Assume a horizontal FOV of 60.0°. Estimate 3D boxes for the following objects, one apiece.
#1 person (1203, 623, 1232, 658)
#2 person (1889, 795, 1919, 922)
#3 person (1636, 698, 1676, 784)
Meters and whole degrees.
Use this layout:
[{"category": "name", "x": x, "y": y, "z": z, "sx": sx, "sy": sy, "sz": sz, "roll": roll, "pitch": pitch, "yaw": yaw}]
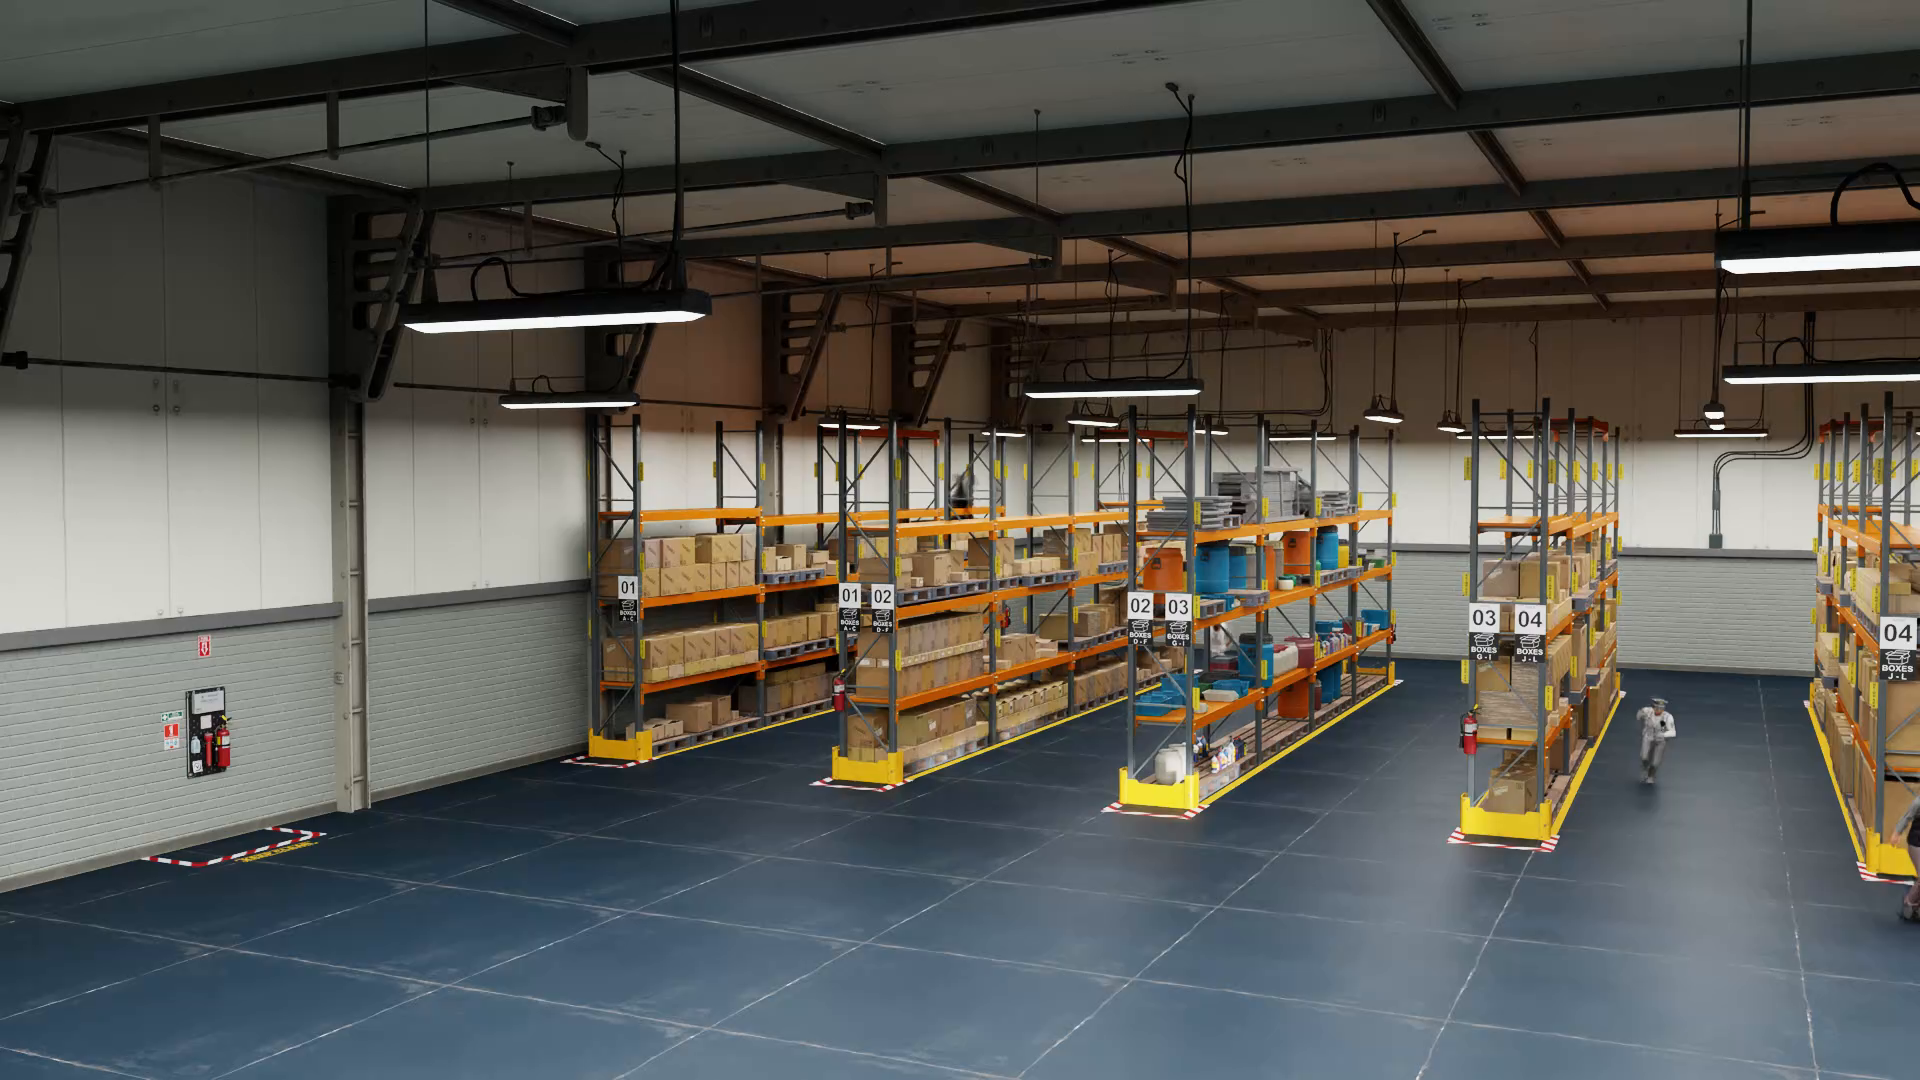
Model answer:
[{"category": "person", "x": 5.935, "y": 2.545, "z": 38.338, "sx": 0.667, "sy": 1.654, "sz": 0.636, "roll": 0, "pitch": 2, "yaw": 10}, {"category": "person", "x": 10.716, "y": 3.408, "z": 18.296, "sx": 0.619, "sy": 1.664, "sz": 0.738, "roll": 0, "pitch": 2, "yaw": -3}, {"category": "person", "x": 11.010, "y": 3.189, "z": 26.336, "sx": 0.599, "sy": 1.432, "sz": 0.958, "roll": 1, "pitch": 3, "yaw": 24}]
